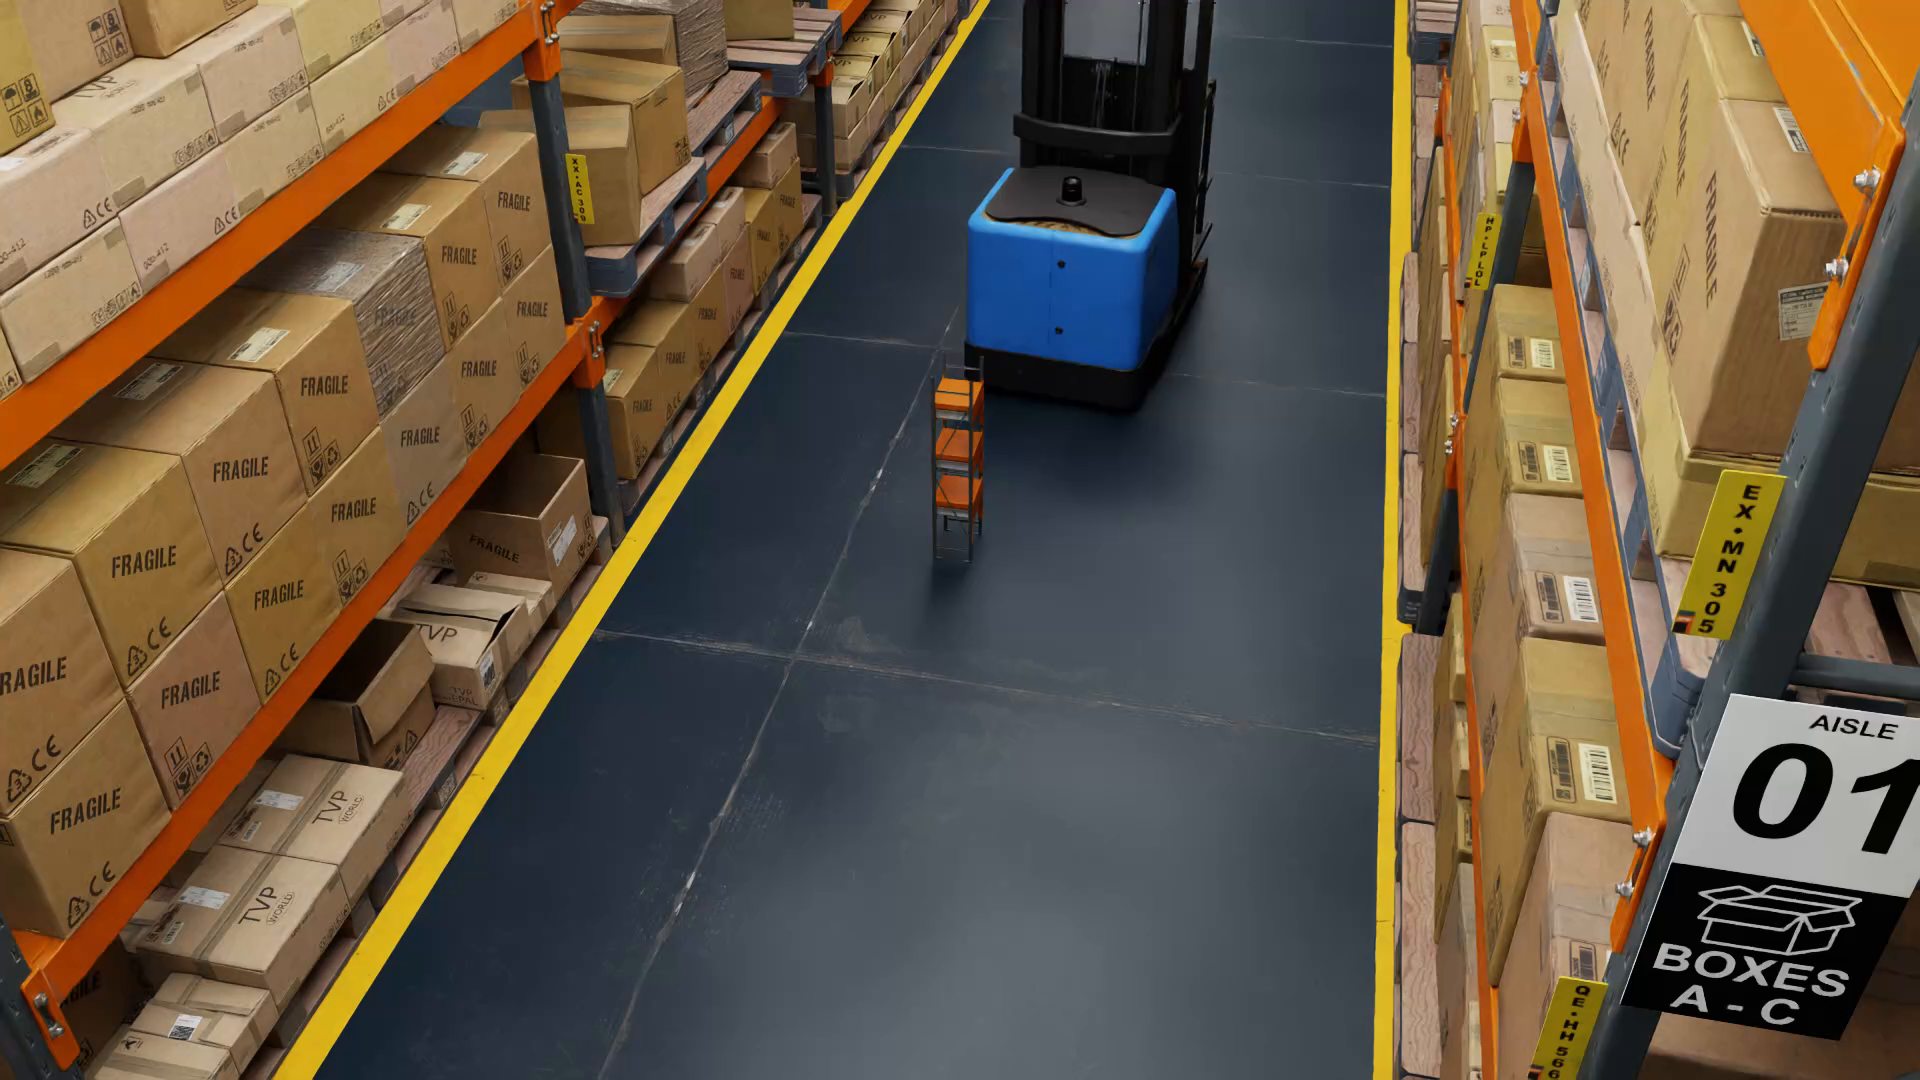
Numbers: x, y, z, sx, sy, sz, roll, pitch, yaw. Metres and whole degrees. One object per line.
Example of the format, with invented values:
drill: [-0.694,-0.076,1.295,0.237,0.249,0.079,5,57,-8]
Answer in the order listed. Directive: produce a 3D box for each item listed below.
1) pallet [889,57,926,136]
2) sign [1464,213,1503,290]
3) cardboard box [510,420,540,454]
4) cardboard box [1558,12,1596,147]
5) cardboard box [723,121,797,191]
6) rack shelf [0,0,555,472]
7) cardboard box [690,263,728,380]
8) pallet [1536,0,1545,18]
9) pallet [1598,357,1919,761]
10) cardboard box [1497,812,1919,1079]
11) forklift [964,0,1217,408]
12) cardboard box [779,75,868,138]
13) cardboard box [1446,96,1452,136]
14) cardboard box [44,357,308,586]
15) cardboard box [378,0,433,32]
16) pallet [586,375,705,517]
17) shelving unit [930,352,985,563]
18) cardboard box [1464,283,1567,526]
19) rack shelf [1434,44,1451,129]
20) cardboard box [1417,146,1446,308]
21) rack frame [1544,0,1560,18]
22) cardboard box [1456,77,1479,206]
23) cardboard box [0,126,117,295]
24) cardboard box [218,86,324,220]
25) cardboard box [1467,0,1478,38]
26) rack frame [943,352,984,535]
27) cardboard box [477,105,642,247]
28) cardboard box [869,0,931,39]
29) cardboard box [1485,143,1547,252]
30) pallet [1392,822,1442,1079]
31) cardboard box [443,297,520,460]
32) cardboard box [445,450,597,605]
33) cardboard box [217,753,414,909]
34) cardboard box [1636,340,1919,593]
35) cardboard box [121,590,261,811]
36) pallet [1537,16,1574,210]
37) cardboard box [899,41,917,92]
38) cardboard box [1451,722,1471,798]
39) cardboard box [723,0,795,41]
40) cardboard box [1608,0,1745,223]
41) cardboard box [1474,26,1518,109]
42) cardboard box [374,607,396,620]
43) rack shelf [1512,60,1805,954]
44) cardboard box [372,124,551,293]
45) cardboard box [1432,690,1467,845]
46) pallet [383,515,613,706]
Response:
pallet: [-0.888,-3.595,13.300,1.003,0.211,1.213,7,37,10]
sign: [2.089,-1.147,6.627,0.100,0.325,0.005,7,37,10]
cardboard box: [-2.394,-0.751,8.756,0.500,0.500,0.500,7,37,10]
cardboard box: [2.093,-1.359,4.967,0.500,0.250,0.500,7,36,9]
cardboard box: [-1.343,-2.431,10.434,0.500,0.250,0.500,9,37,12]
rack shelf: [-2.646,-1.043,5.460,1.077,0.370,4.000,7,37,10]
cardboard box: [-1.661,-1.272,9.474,0.500,0.500,0.500,8,37,11]
pallet: [2.769,-2.317,6.767,0.805,0.209,1.217,6,36,8]
pallet: [1.915,0.040,3.428,1.003,0.211,1.213,7,37,10]
cardboard box: [1.866,1.230,4.011,0.980,0.700,0.700,9,37,12]
forklift: [0.972,-2.802,9.888,1.130,2.935,3.031,11,37,15]
cardboard box: [-0.966,-3.107,11.758,0.500,0.311,0.500,9,37,12]
cardboard box: [2.977,-2.402,9.476,0.380,0.149,0.250,8,37,11]
cardboard box: [-2.505,-0.227,5.340,0.500,0.500,0.500,8,37,11]
cardboard box: [-2.168,-2.024,5.902,0.500,0.250,0.500,7,37,10]
pallet: [-2.082,-0.608,9.180,1.003,0.211,1.213,7,37,10]
shelving unit: [-0.011,-0.394,8.170,0.215,1.050,0.252,7,37,10]
cardboard box: [2.489,-0.460,6.344,0.980,0.700,0.700,8,37,11]
rack shelf: [3.903,-3.796,11.815,1.077,0.370,4.000,7,37,10]
cardboard box: [3.190,-1.835,9.970,0.750,0.750,0.750,7,36,9]
rack frame: [2.621,-3.077,5.097,1.000,3.000,0.127,7,37,10]
cardboard box: [2.790,-1.981,8.341,0.500,0.500,0.500,8,37,11]
cardboard box: [-2.596,-0.877,4.320,0.500,0.250,0.500,7,37,10]
cardboard box: [-2.390,-1.249,5.259,0.500,0.250,0.500,7,37,10]
cardboard box: [3.013,-2.877,8.939,0.500,0.250,0.500,7,36,9]
rack frame: [0.015,-0.464,8.266,0.200,1.050,0.008,7,37,10]
cardboard box: [-1.899,-1.721,7.895,0.700,0.500,0.500,-4,36,-6]
cardboard box: [-0.531,-4.284,13.382,0.500,0.311,0.500,7,37,10]
cardboard box: [2.471,-1.420,6.929,0.500,0.250,0.500,8,37,11]
pallet: [2.124,1.609,6.120,1.003,0.211,1.213,7,37,10]
cardboard box: [-2.184,-0.693,6.834,0.500,0.500,0.500,8,37,11]
cardboard box: [-2.064,-0.070,7.816,0.500,0.500,0.500,7,37,10]
cardboard box: [-2.467,1.112,6.397,0.500,0.250,0.500,7,37,10]
cardboard box: [1.664,-0.172,3.330,0.500,0.250,0.500,8,37,11]
cardboard box: [-2.616,0.468,5.233,0.500,0.500,0.500,7,37,10]
pallet: [2.436,-1.359,5.358,1.003,0.211,1.213,7,37,10]
cardboard box: [-0.644,-3.761,13.138,0.500,0.250,0.500,8,37,11]
cardboard box: [1.998,0.820,6.052,0.380,0.149,0.250,6,36,9]
cardboard box: [-1.389,-3.395,10.205,0.700,0.500,0.500,-4,36,-6]
cardboard box: [1.877,-1.062,3.919,0.500,0.500,0.500,6,36,8]
cardboard box: [2.807,-2.297,8.138,0.500,0.250,0.500,7,36,9]
cardboard box: [-2.695,0.413,7.433,0.380,0.166,0.250,7,37,10]
rack shelf: [2.194,-0.424,4.607,1.077,0.370,4.000,7,37,10]
cardboard box: [-2.074,-1.389,6.944,0.500,0.500,0.500,7,37,10]
cardboard box: [2.251,0.898,6.497,0.700,0.500,0.500,7,37,9]
pallet: [-2.367,0.256,7.987,1.003,0.211,1.213,7,37,10]
